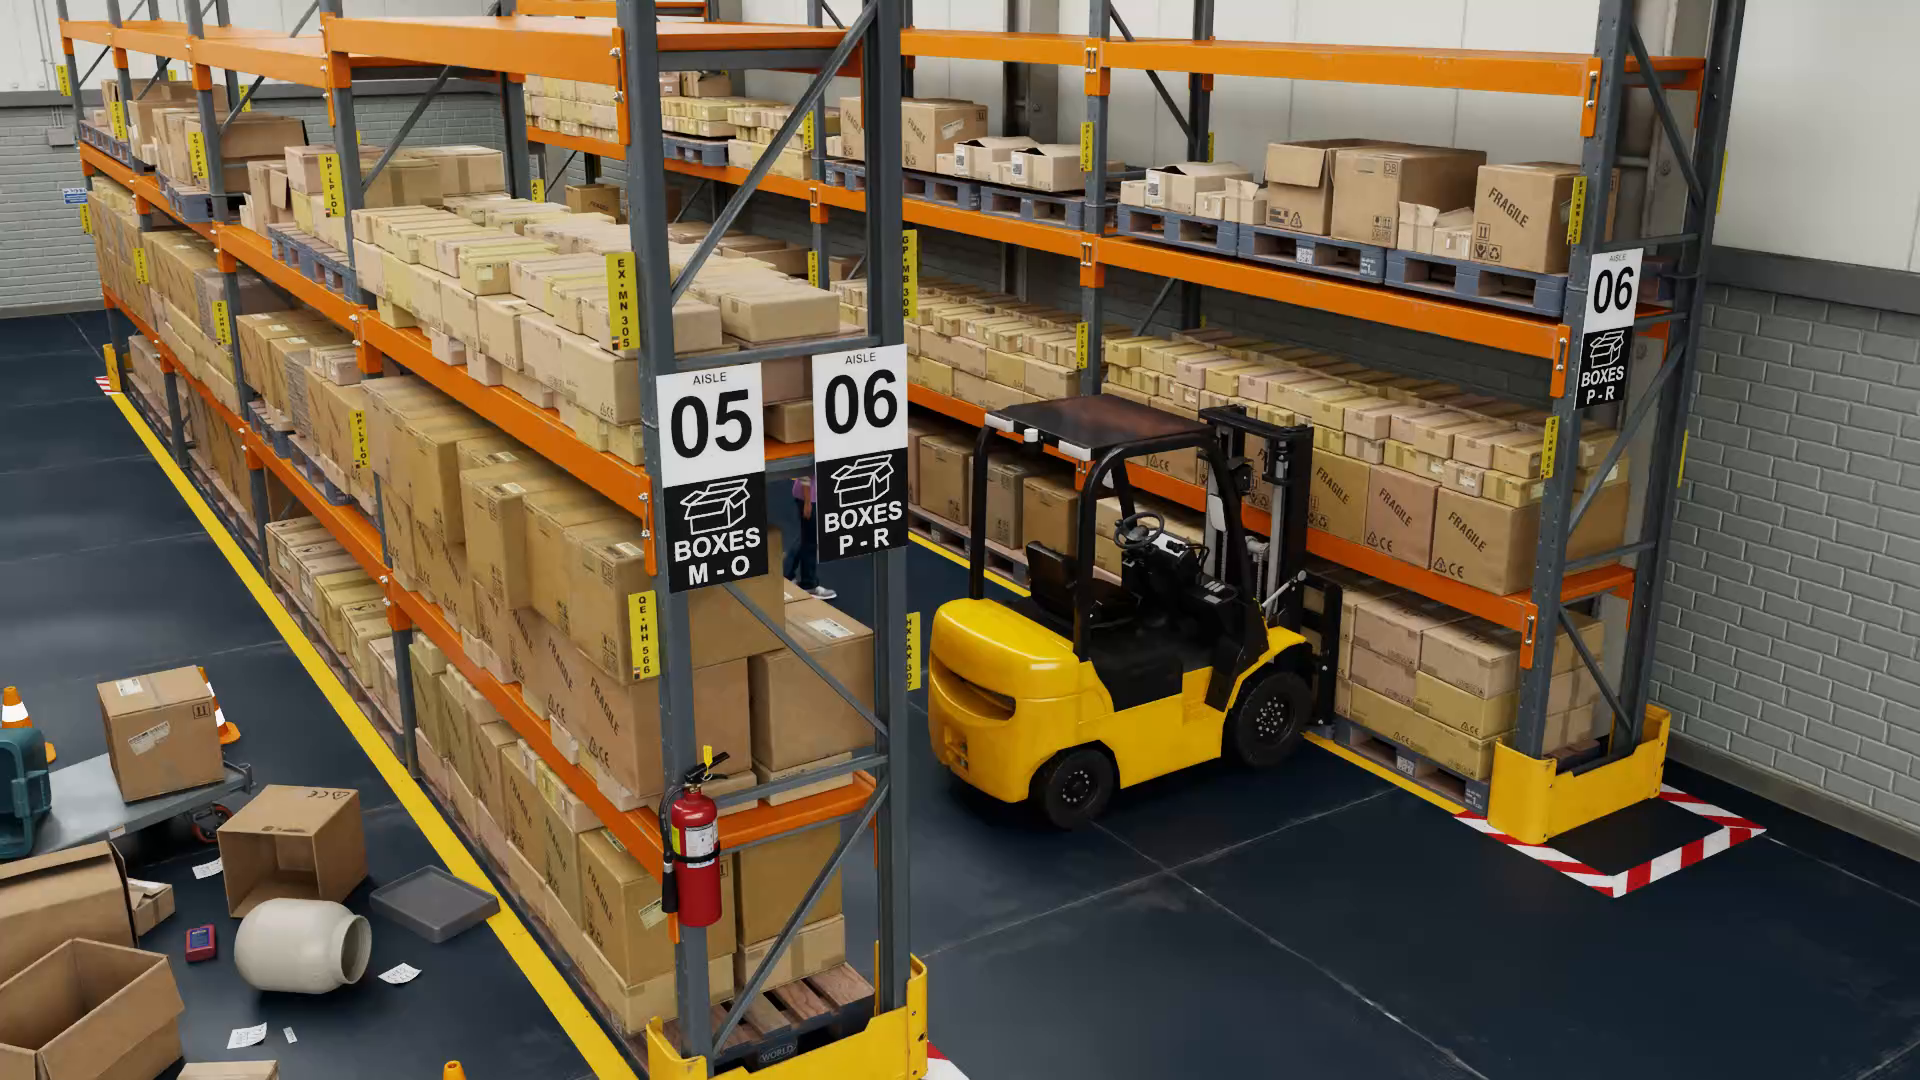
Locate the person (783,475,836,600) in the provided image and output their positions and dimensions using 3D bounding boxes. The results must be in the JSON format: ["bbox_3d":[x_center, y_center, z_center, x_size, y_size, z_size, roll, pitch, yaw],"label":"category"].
[{"bbox_3d":[-1.163,-0.321,12.512,0.475,1.595,0.418,-1,18,-2],"label":"person"}]
